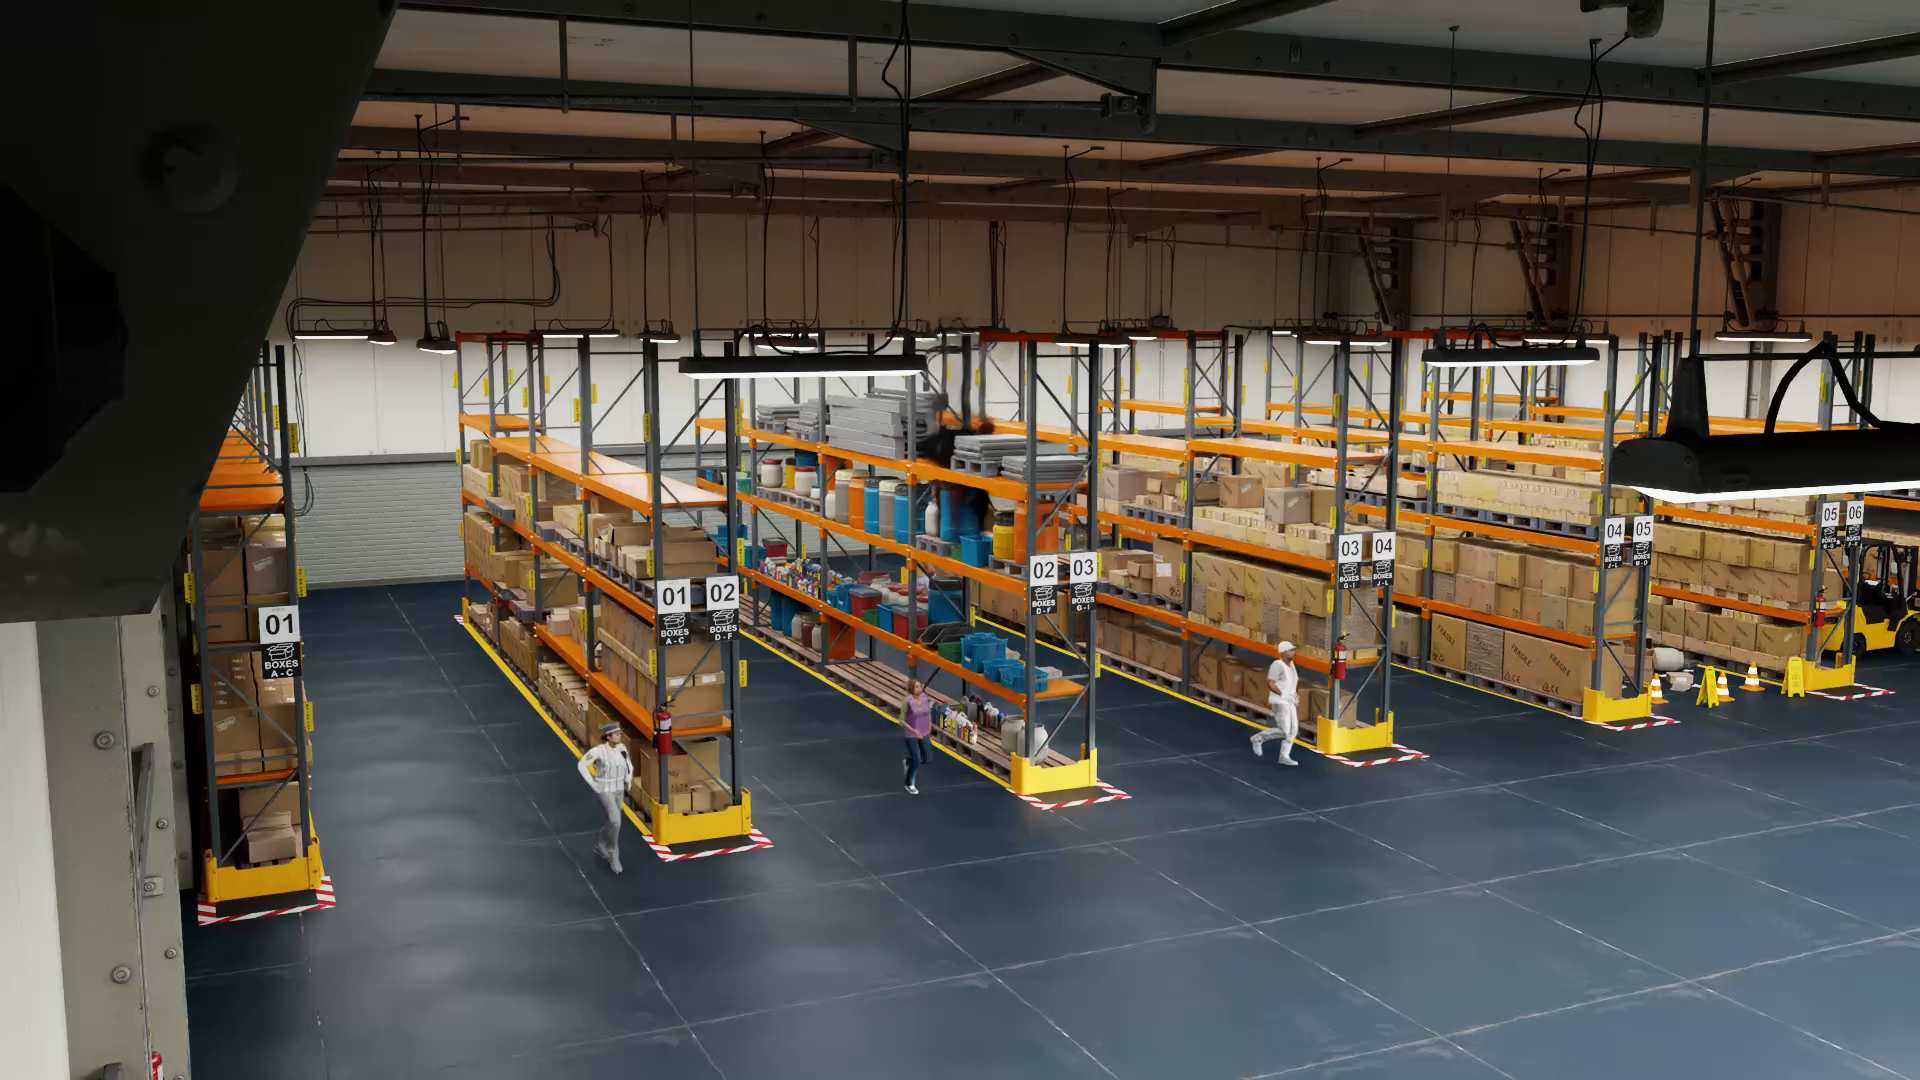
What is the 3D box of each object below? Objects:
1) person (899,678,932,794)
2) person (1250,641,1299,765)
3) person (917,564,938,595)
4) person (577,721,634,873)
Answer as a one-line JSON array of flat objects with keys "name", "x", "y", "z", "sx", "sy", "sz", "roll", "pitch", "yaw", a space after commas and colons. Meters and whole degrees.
[{"name": "person", "x": -0.580, "y": 2.599, "z": 22.122, "sx": 0.565, "sy": 1.565, "sz": 0.606, "roll": -6, "pitch": 9, "yaw": -35}, {"name": "person", "x": 4.545, "y": 2.294, "z": 23.642, "sx": 0.708, "sy": 1.740, "sz": 0.727, "roll": 5, "pitch": 9, "yaw": 31}, {"name": "person", "x": -0.558, "y": 1.240, "z": 31.655, "sx": 0.607, "sy": 1.632, "sz": 0.941, "roll": -5, "pitch": 9, "yaw": -31}, {"name": "person", "x": -4.042, "y": 2.932, "z": 19.208, "sx": 0.679, "sy": 1.717, "sz": 0.620, "roll": 6, "pitch": 10, "yaw": 39}]
